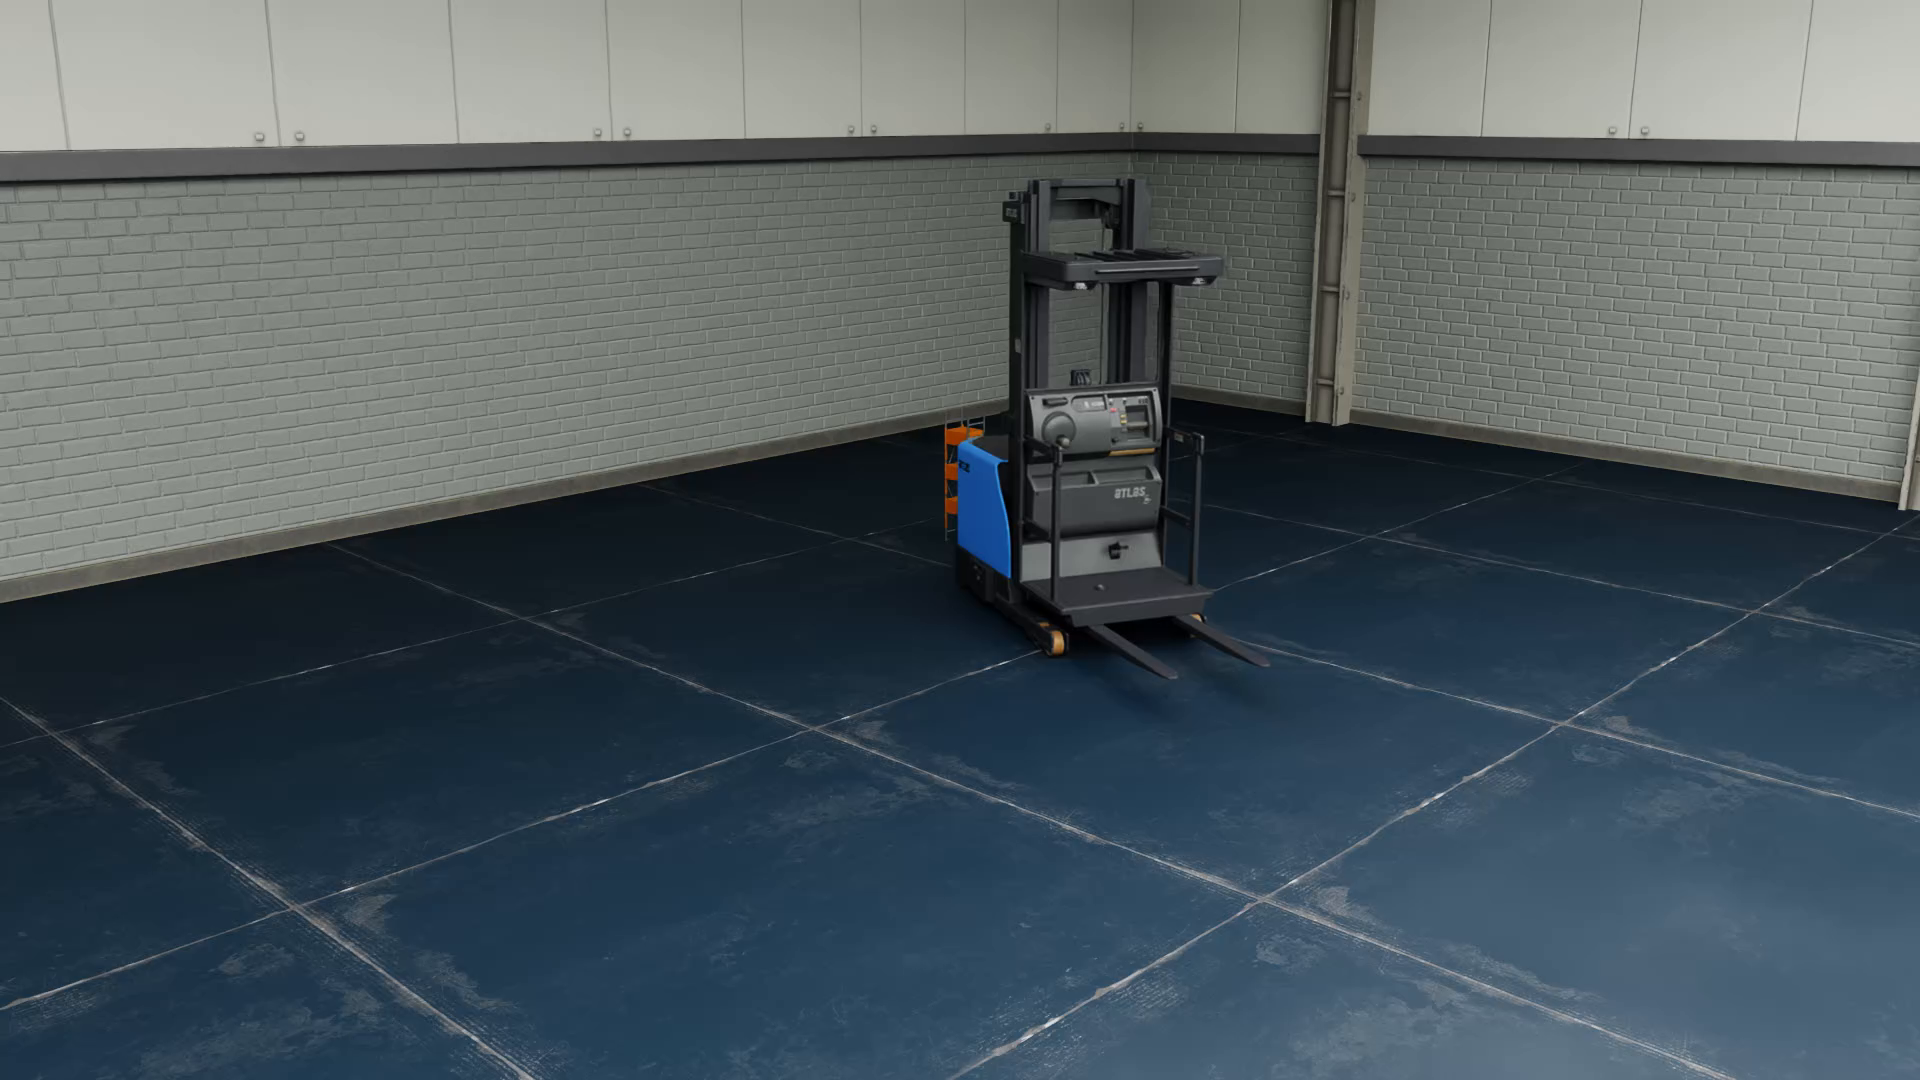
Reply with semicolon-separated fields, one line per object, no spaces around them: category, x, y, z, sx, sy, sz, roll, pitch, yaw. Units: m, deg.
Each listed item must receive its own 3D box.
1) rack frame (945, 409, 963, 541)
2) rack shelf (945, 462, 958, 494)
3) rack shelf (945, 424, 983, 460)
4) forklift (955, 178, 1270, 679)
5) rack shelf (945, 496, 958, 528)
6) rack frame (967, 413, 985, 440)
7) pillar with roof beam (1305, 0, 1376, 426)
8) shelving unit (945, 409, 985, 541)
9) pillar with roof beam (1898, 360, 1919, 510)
rack frame;-0.049;-0.520;13.346;0.008;1.050;0.200;14;20;42
rack shelf;0.038;-0.488;13.266;0.240;0.259;0.215;14;20;42
rack shelf;0.038;-0.763;13.195;0.240;0.259;0.215;14;20;42
forklift;0.967;-0.797;10.678;1.130;2.935;3.031;-6;16;-20
rack shelf;0.038;-0.219;13.337;0.240;0.259;0.215;14;20;42
rack frame;0.126;-0.477;13.182;0.008;1.050;0.200;14;20;42
pillar with roof beam;1.094;-4.883;14.327;0.400;9.000;9.100;14;20;42
shelving unit;0.038;-0.499;13.264;0.252;1.050;0.215;14;20;42
pillar with roof beam;5.413;-3.833;10.297;0.400;9.000;9.100;14;20;42
